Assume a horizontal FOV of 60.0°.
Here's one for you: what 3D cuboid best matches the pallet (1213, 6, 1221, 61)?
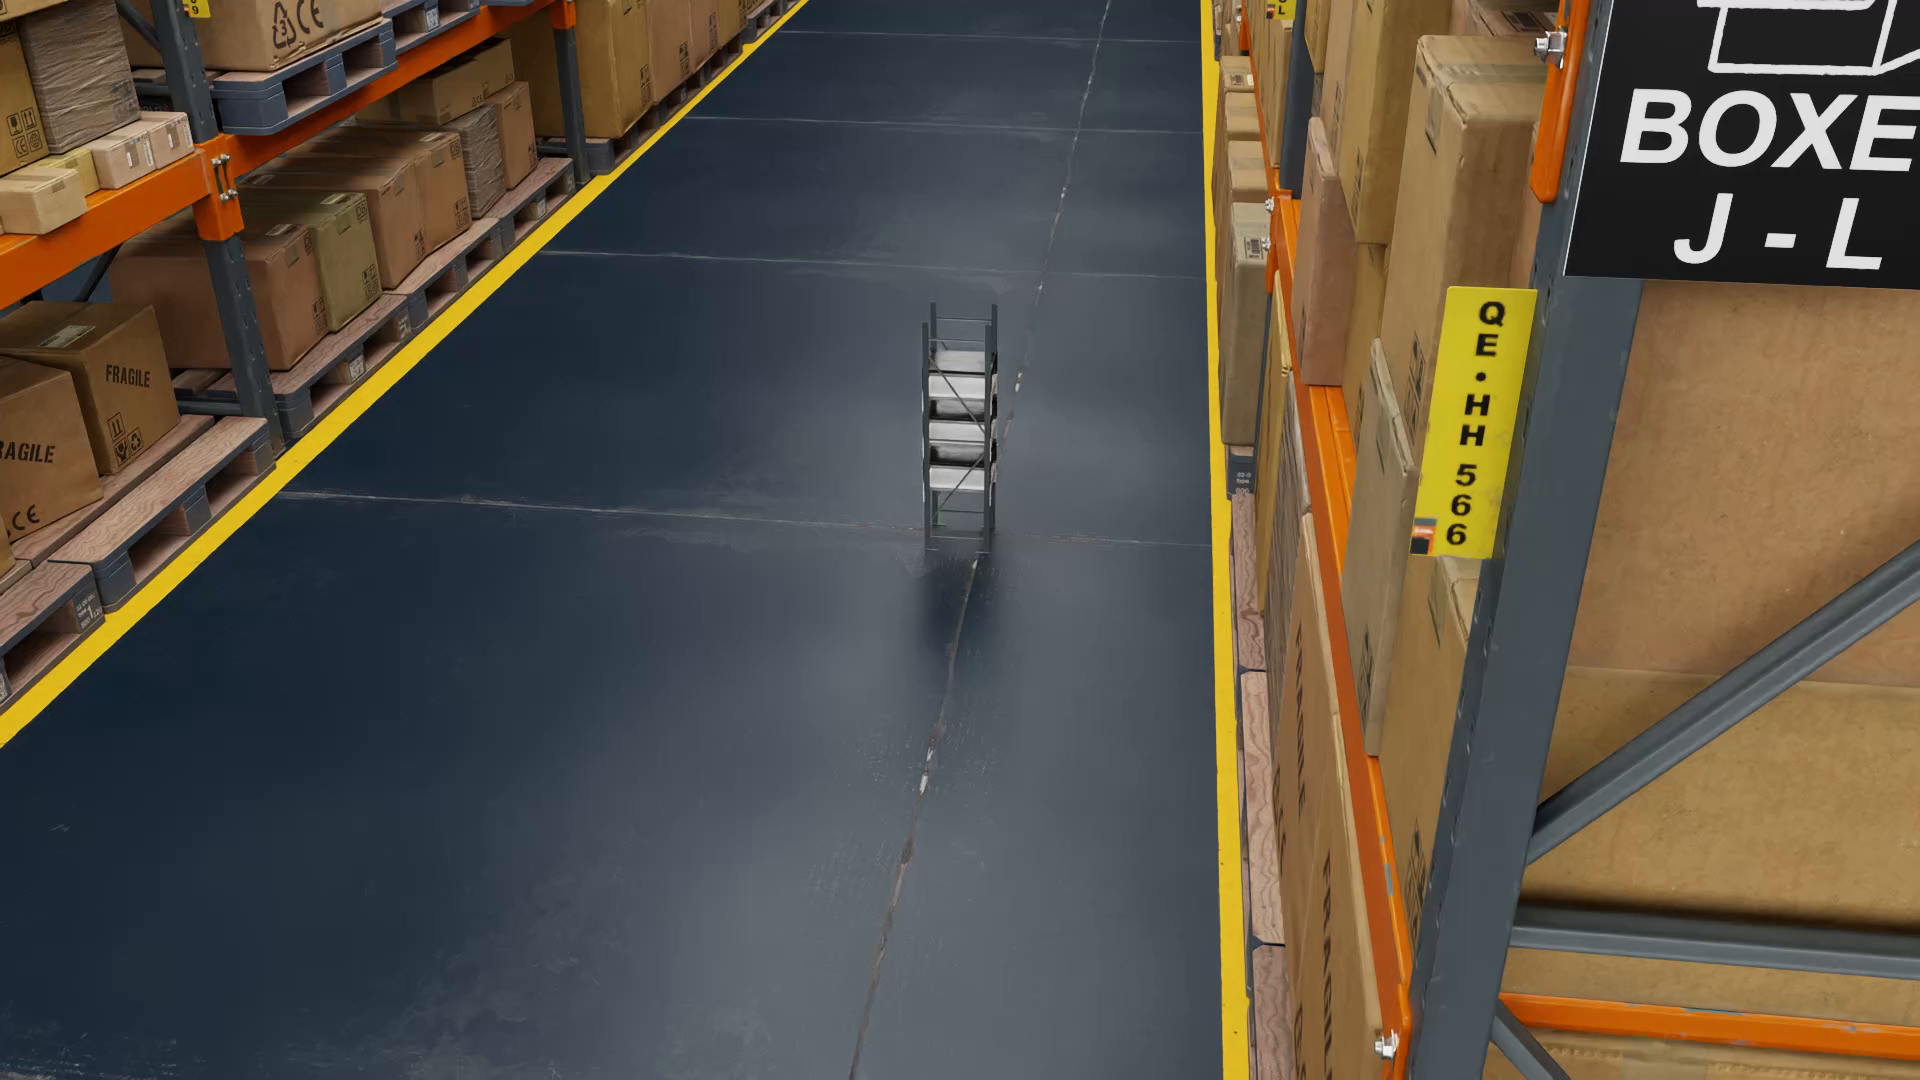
[{"bbox_3d":[2.625,-4.211,13.845,1.003,0.211,1.213,3,28,6],"label":"pallet"}]

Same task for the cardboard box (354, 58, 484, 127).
[{"bbox_3d":[-2.930,-2.430,8.979,0.500,0.250,0.500,7,29,12],"label":"cardboard box"}]

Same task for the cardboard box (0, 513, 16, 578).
[{"bbox_3d":[-3.462,-0.023,5.322,0.500,0.500,0.500,1,28,2],"label":"cardboard box"}]

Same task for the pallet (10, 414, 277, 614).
[{"bbox_3d":[-3.360,-0.145,6.297,1.003,0.211,1.213,3,28,6],"label":"pallet"}]

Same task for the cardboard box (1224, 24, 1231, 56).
[{"bbox_3d":[2.025,-3.141,11.111,0.500,0.500,0.500,2,28,4],"label":"cardboard box"}]

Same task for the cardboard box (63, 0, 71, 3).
[{"bbox_3d":[-3.094,-2.078,5.472,0.500,0.500,0.500,3,28,6],"label":"cardboard box"}]

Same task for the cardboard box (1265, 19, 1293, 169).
[{"bbox_3d":[1.396,-1.660,6.064,0.500,0.500,0.500,3,28,6],"label":"cardboard box"}]

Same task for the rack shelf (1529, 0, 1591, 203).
[{"bbox_3d":[1.353,-1.418,3.315,1.077,0.370,4.000,3,28,6],"label":"rack shelf"}]

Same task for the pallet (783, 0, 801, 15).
[{"bbox_3d":[-2.014,-5.158,15.602,1.003,0.211,1.213,3,28,6],"label":"pallet"}]

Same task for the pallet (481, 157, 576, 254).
[{"bbox_3d":[-2.920,-1.978,9.700,1.003,0.211,1.213,3,28,6],"label":"pallet"}]

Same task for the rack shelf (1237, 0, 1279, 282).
[{"bbox_3d":[1.843,-1.980,7.521,1.077,0.370,4.000,3,28,6],"label":"rack shelf"}]

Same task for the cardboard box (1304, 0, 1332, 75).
[{"bbox_3d":[1.518,-1.725,4.992,0.875,0.550,0.550,3,28,6],"label":"cardboard box"}]

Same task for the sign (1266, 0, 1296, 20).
[{"bbox_3d":[1.058,-1.857,5.397,0.100,0.325,0.005,3,28,6],"label":"sign"}]

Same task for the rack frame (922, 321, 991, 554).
[{"bbox_3d":[-0.011,-0.352,5.955,0.240,0.900,0.006,3,28,6],"label":"rack frame"}]

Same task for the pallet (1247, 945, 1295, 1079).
[{"bbox_3d":[1.128,1.374,3.476,1.003,0.211,1.213,3,28,6],"label":"pallet"}]

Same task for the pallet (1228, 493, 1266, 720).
[{"bbox_3d":[1.427,0.226,5.608,1.003,0.211,1.213,3,28,6],"label":"pallet"}]

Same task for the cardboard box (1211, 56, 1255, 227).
[{"bbox_3d":[1.924,-2.151,9.009,1.050,0.750,0.750,3,28,6],"label":"cardboard box"}]

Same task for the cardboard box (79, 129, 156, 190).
[{"bbox_3d":[-3.087,-1.345,5.849,0.380,0.149,0.250,3,28,6],"label":"cardboard box"}]

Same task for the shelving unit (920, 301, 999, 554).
[{"bbox_3d":[0.001,-0.400,6.044,0.258,0.900,0.210,3,28,6],"label":"shelving unit"}]

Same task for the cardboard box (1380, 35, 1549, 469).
[{"bbox_3d":[1.167,-0.450,2.627,0.875,0.550,0.550,3,28,6],"label":"cardboard box"}]

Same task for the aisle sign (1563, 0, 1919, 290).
[{"bbox_3d":[0.801,-0.601,1.462,0.394,0.787,0.004,3,28,6],"label":"aisle sign"}]

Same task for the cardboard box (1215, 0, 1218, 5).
[{"bbox_3d":[2.415,-4.742,14.453,0.380,0.149,0.250,3,28,6],"label":"cardboard box"}]

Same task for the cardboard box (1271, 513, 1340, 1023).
[{"bbox_3d":[1.231,0.541,3.881,0.875,0.875,0.875,3,28,5],"label":"cardboard box"}]

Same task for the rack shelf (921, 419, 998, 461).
[{"bbox_3d":[0.001,-0.371,6.059,0.258,0.077,0.200,3,28,6],"label":"rack shelf"}]

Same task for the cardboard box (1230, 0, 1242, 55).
[{"bbox_3d":[1.963,-3.228,10.481,0.500,0.250,0.500,4,29,7],"label":"cardboard box"}]

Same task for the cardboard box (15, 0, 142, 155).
[{"bbox_3d":[-3.429,-1.658,5.745,0.875,0.500,0.500,3,28,6],"label":"cardboard box"}]

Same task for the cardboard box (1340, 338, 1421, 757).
[{"bbox_3d":[1.154,0.024,2.884,0.875,0.550,0.550,3,28,6],"label":"cardboard box"}]

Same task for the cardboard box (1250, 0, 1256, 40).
[{"bbox_3d":[1.643,-2.610,7.826,0.500,0.500,0.500,3,28,6],"label":"cardboard box"}]

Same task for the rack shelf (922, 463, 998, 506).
[{"bbox_3d":[0.001,-0.212,6.145,0.258,0.077,0.200,3,28,6],"label":"rack shelf"}]

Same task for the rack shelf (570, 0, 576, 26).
[{"bbox_3d":[-2.577,-4.199,11.639,1.077,0.370,4.000,3,28,6],"label":"rack shelf"}]

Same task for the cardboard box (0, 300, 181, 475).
[{"bbox_3d":[-3.401,-0.589,6.374,0.500,0.500,0.500,3,28,5],"label":"cardboard box"}]

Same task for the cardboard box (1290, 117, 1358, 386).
[{"bbox_3d":[1.337,-0.739,4.301,0.875,0.550,0.550,3,28,6],"label":"cardboard box"}]

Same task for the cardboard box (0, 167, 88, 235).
[{"bbox_3d":[-3.097,-1.107,5.406,0.380,0.149,0.250,3,28,6],"label":"cardboard box"}]

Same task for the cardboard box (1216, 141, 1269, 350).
[{"bbox_3d":[1.707,-1.301,7.431,1.050,0.750,0.750,3,28,6],"label":"cardboard box"}]

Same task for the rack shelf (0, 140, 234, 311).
[{"bbox_3d":[-3.558,-0.433,4.649,1.077,0.370,4.000,3,28,6],"label":"rack shelf"}]

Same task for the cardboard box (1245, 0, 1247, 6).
[{"bbox_3d":[1.765,-3.086,8.711,0.500,0.500,0.500,4,29,7],"label":"cardboard box"}]

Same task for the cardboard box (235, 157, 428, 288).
[{"bbox_3d":[-3.071,-1.559,8.152,0.700,0.500,0.500,1,28,2],"label":"cardboard box"}]

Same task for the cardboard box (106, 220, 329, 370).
[{"bbox_3d":[-3.216,-1.072,7.249,0.700,0.500,0.500,1,28,2],"label":"cardboard box"}]

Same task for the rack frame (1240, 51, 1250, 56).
[{"bbox_3d":[2.088,-3.238,9.098,1.000,3.000,0.127,3,28,6],"label":"rack frame"}]

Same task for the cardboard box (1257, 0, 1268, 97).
[{"bbox_3d":[1.520,-2.136,6.947,0.500,0.500,0.500,4,29,7],"label":"cardboard box"}]

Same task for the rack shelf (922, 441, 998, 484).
[{"bbox_3d":[0.001,-0.291,6.102,0.258,0.077,0.200,3,28,6],"label":"rack shelf"}]

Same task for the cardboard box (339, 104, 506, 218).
[{"bbox_3d":[-2.940,-2.089,9.136,0.700,0.500,0.500,1,28,2],"label":"cardboard box"}]

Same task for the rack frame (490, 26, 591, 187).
[{"bbox_3d":[-2.822,-3.574,9.721,1.000,3.000,0.127,3,28,6],"label":"rack frame"}]

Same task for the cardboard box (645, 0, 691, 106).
[{"bbox_3d":[-2.600,-3.566,11.504,1.225,0.875,0.875,3,29,6],"label":"cardboard box"}]

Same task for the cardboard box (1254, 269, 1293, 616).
[{"bbox_3d":[1.451,-0.313,5.465,0.875,0.875,0.875,4,29,7],"label":"cardboard box"}]

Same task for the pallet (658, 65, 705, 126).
[{"bbox_3d":[-2.499,-3.286,12.126,1.003,0.211,1.213,3,28,6],"label":"pallet"}]

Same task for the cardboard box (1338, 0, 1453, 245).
[{"bbox_3d":[1.307,-0.963,3.578,0.875,0.550,0.500,3,28,6],"label":"cardboard box"}]

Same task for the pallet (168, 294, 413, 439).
[{"bbox_3d":[-3.219,-0.830,7.568,1.003,0.211,1.213,3,28,6],"label":"pallet"}]

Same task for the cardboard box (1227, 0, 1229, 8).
[{"bbox_3d":[2.162,-3.952,11.825,0.500,0.250,0.500,4,29,8],"label":"cardboard box"}]

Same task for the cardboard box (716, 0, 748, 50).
[{"bbox_3d":[-2.391,-4.404,13.059,1.225,0.875,0.875,3,29,6],"label":"cardboard box"}]

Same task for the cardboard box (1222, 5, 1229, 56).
[{"bbox_3d":[2.161,-3.624,12.006,0.500,0.500,0.500,5,29,8],"label":"cardboard box"}]

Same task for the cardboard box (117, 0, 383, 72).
[{"bbox_3d":[-3.076,-2.506,6.663,1.000,1.000,1.000,4,29,7],"label":"cardboard box"}]

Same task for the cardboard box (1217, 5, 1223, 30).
[{"bbox_3d":[2.288,-4.255,13.549,0.380,0.149,0.250,4,29,7],"label":"cardboard box"}]

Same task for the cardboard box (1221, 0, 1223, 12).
[{"bbox_3d":[2.301,-4.348,13.408,0.380,0.149,0.250,4,29,7],"label":"cardboard box"}]

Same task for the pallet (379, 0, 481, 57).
[{"bbox_3d":[-3.024,-2.555,8.033,1.003,0.211,1.213,3,28,6],"label":"pallet"}]
